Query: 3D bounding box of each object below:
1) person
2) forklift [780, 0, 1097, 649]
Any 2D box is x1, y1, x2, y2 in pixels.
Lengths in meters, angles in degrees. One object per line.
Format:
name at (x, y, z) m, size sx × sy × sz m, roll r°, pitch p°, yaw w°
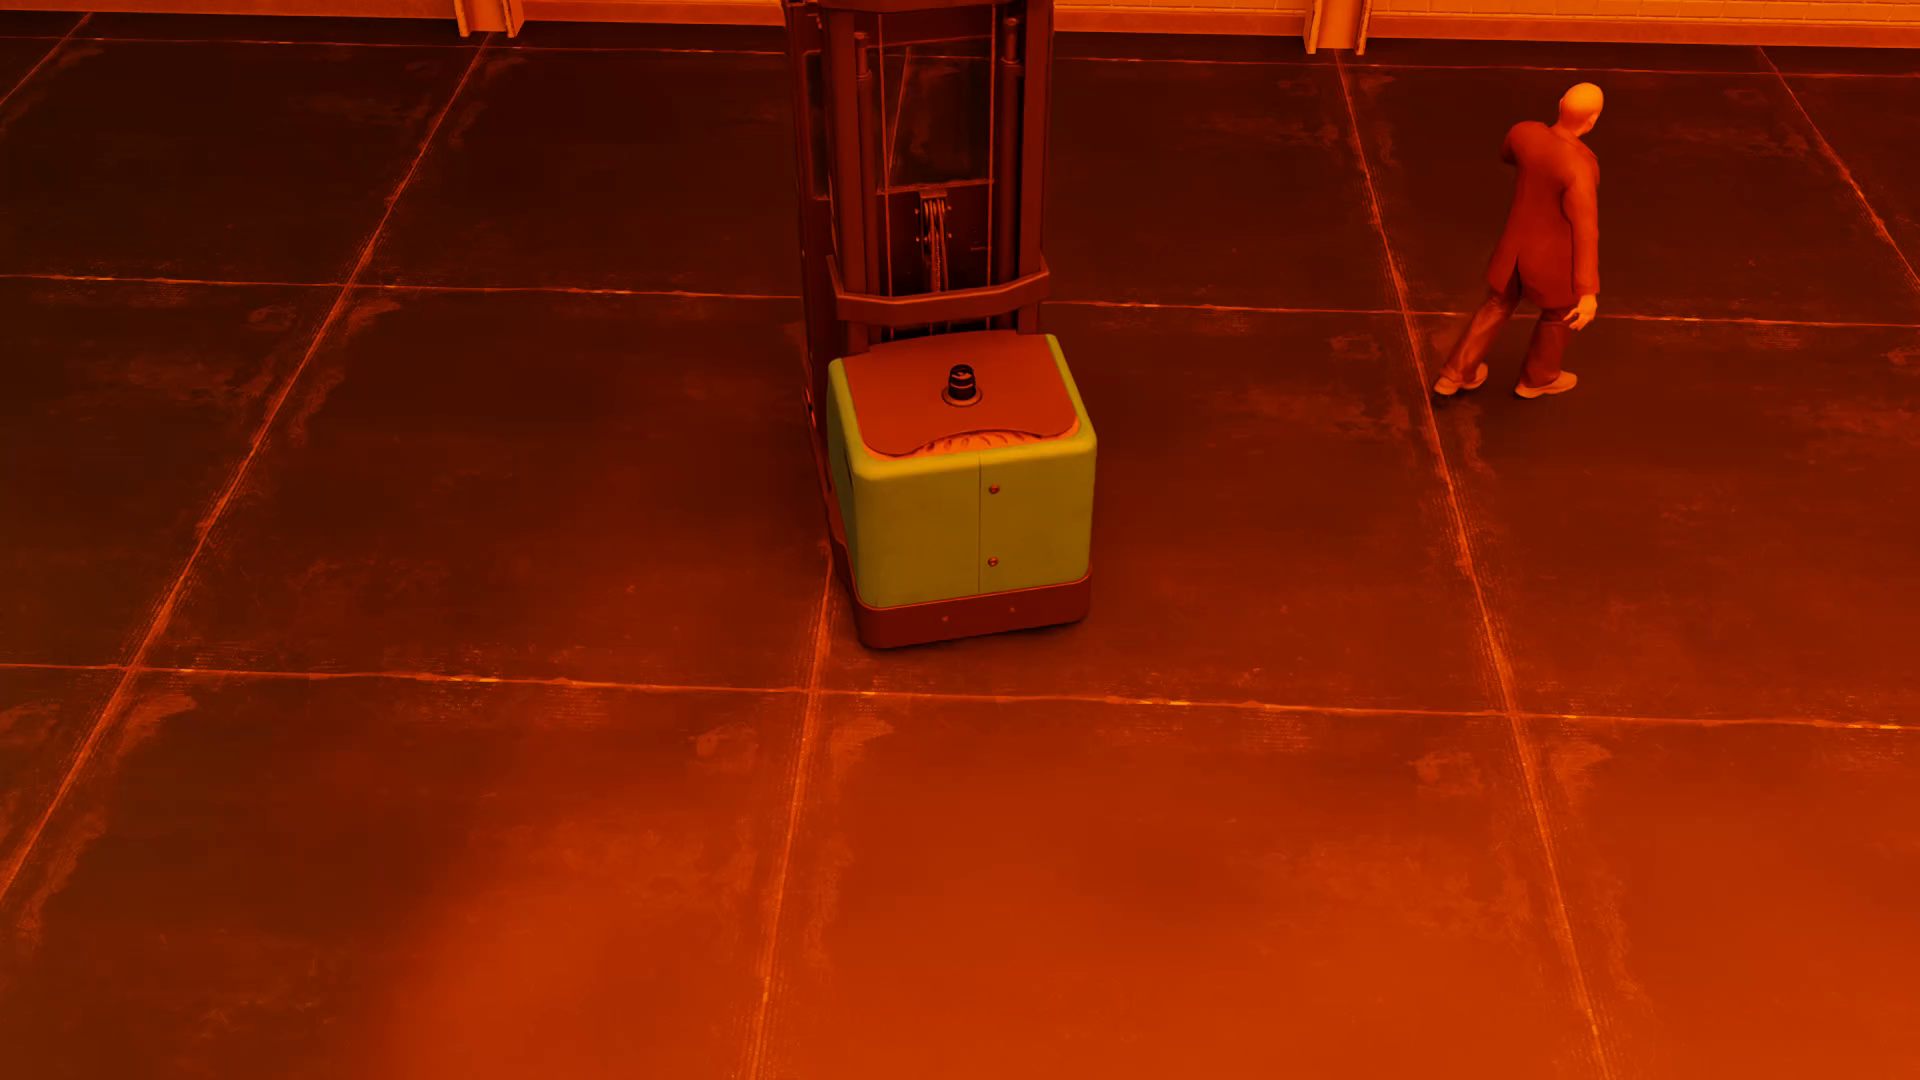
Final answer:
person at (2.885, -1.421, 8.183) m, size 0.822 × 1.759 × 1.004 m, roll -19°, pitch 46°, yaw -20°
forklift at (-0.208, -1.610, 7.506) m, size 1.130 × 2.935 × 3.031 m, roll -8°, pitch 43°, yaw -8°
